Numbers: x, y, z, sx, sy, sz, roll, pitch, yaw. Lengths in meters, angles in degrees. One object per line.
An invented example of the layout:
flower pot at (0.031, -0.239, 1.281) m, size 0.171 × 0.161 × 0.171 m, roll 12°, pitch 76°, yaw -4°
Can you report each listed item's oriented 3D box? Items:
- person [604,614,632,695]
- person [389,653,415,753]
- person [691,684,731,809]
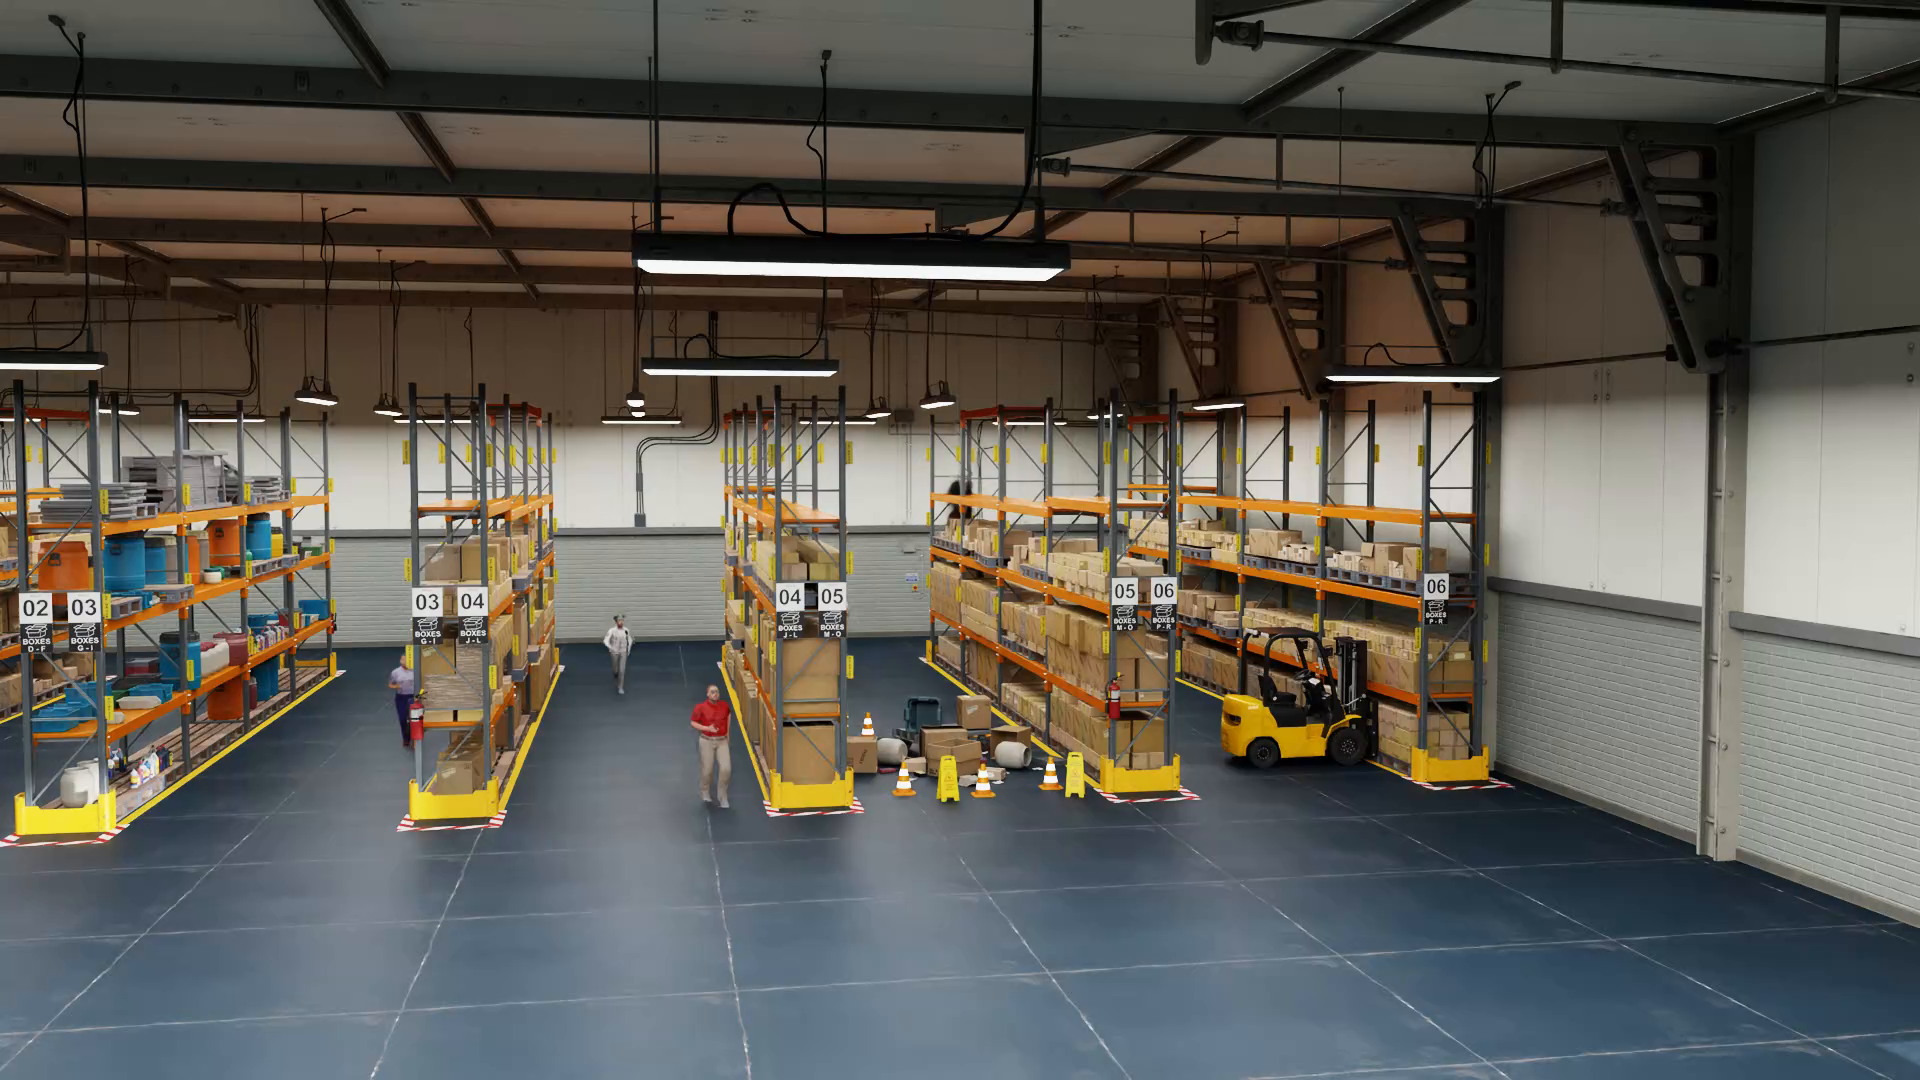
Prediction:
person at (-7.218, 2.396, 35.164) m, size 0.613 × 1.688 × 0.682 m, roll -1°, pitch 3°, yaw -21°
person at (-9.386, 2.770, 28.229) m, size 0.583 × 1.695 × 0.746 m, roll -1°, pitch 3°, yaw -13°
person at (-3.522, 2.960, 23.747) m, size 0.660 × 1.803 × 0.700 m, roll -1°, pitch 3°, yaw -25°
